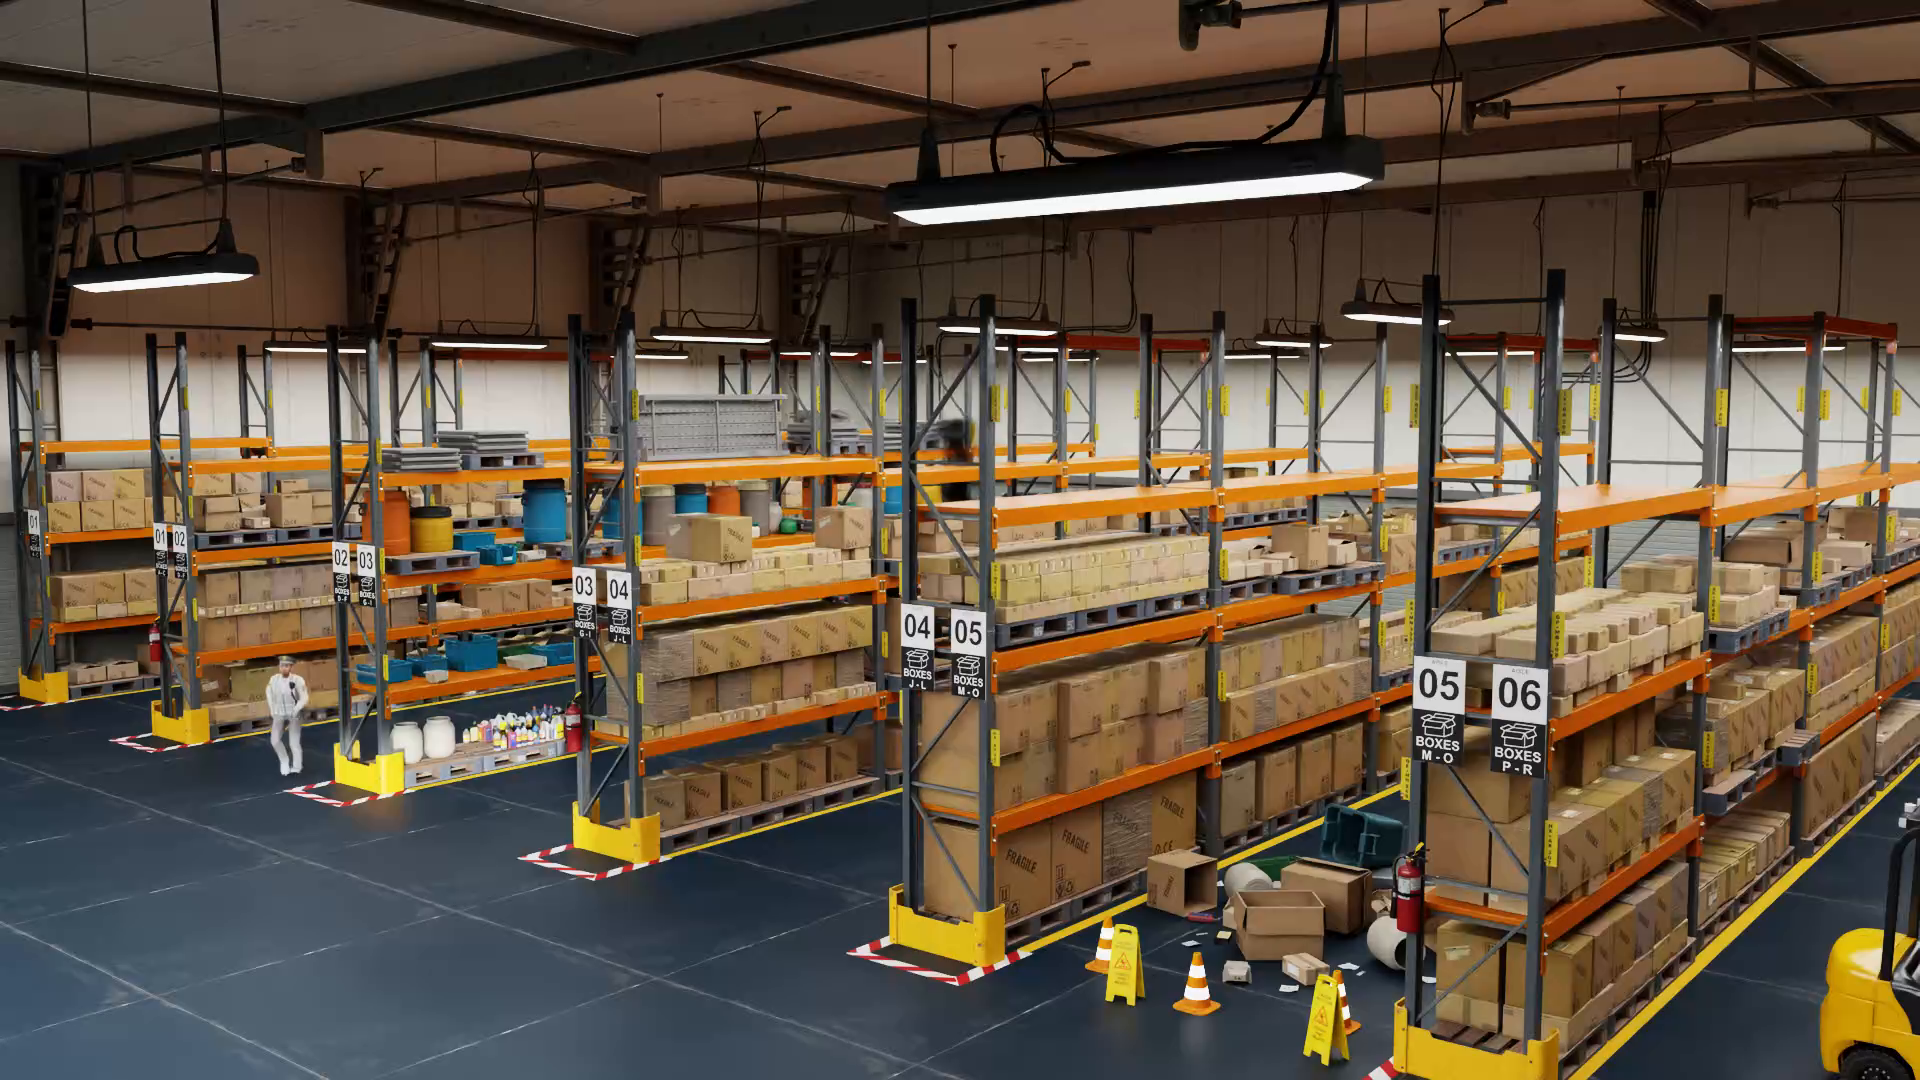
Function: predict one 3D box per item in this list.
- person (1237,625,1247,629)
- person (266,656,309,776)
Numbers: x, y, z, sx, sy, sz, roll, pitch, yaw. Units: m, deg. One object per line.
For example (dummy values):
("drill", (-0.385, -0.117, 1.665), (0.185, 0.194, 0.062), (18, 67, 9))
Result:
("person", (4.037, 2.045, 23.646), (0.564, 1.676, 0.728), (4, 6, 35))
("person", (-9.011, 2.343, 22.226), (0.613, 1.638, 0.702), (-1, 5, -7))
